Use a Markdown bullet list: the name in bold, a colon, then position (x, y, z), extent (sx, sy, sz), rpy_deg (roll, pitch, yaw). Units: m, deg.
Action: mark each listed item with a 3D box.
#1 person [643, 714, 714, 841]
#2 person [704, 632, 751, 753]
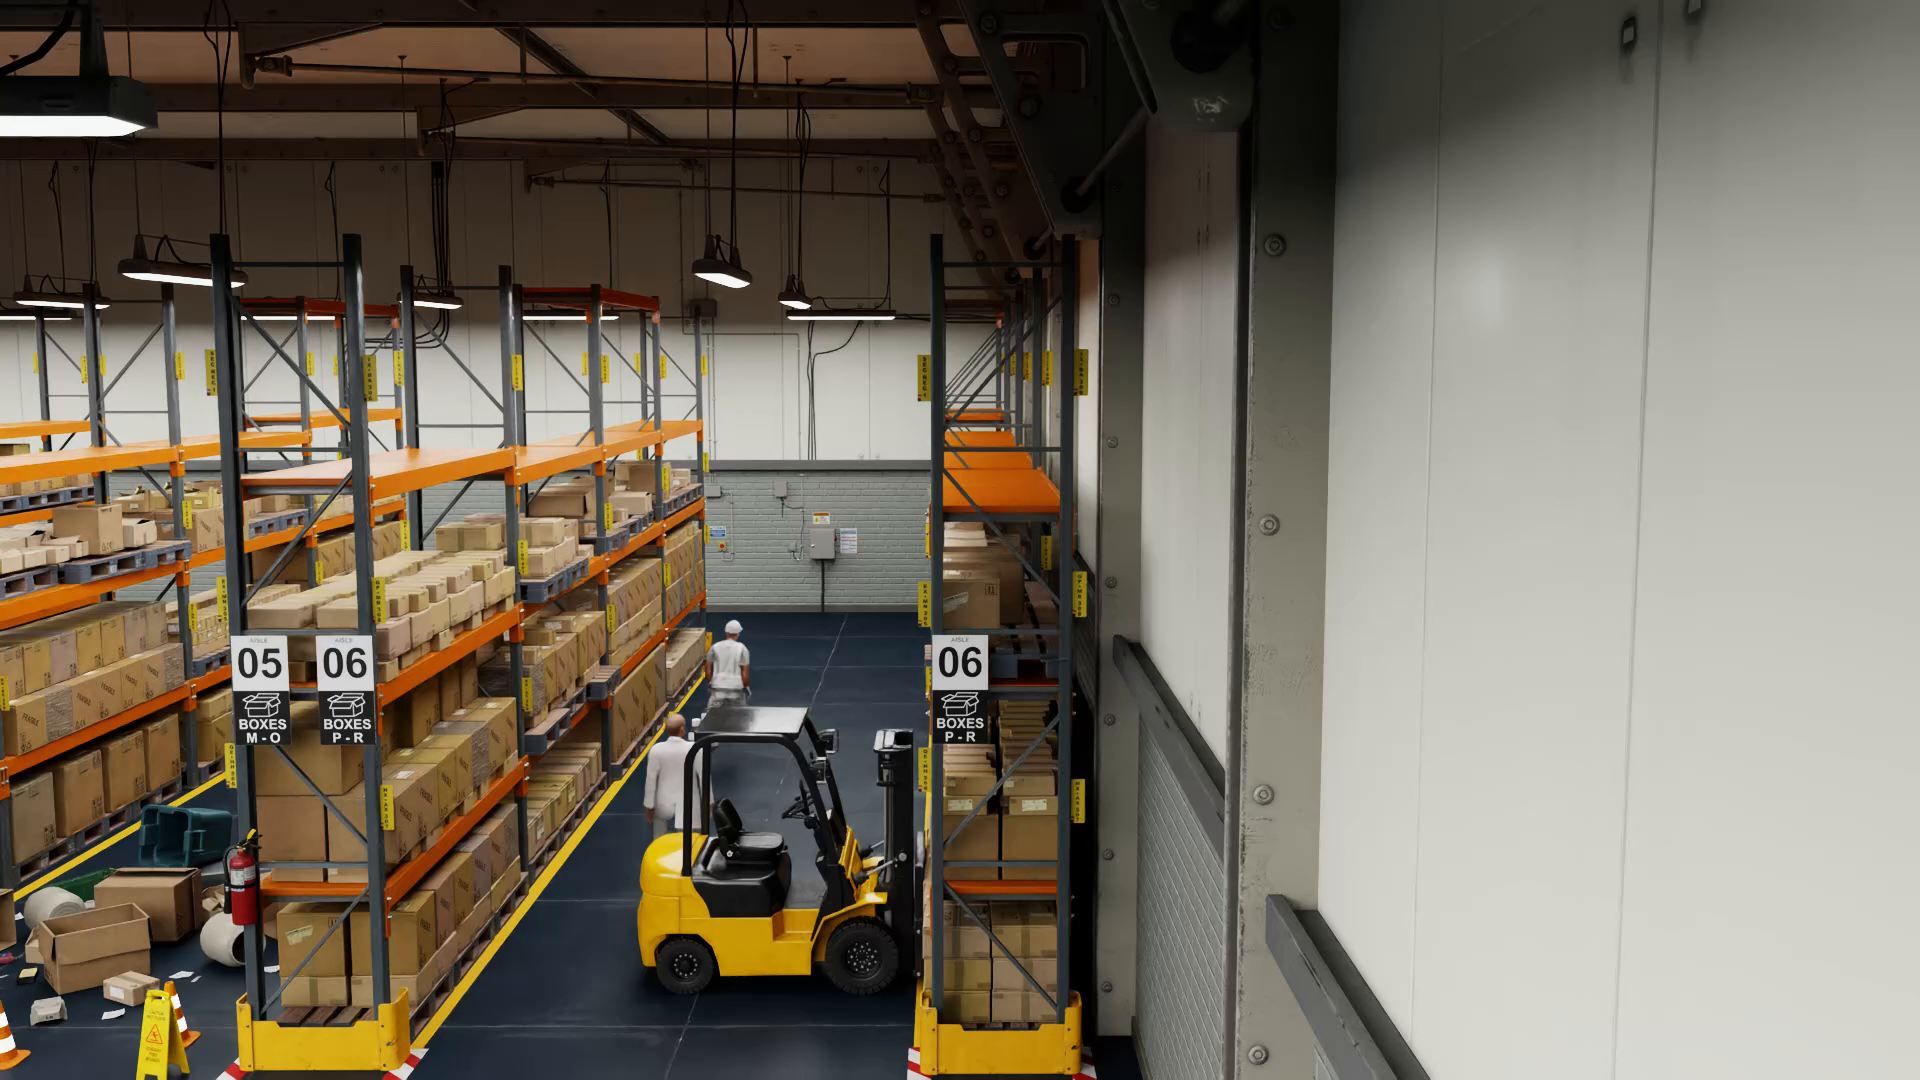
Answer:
- **person**: position (-2.700, 2.520, 15.936), extent (0.686, 1.749, 0.824), rpy_deg (-1, 6, -5)
- **person**: position (-2.938, 1.869, 20.955), extent (0.587, 1.583, 0.745), rpy_deg (0, 6, 1)
